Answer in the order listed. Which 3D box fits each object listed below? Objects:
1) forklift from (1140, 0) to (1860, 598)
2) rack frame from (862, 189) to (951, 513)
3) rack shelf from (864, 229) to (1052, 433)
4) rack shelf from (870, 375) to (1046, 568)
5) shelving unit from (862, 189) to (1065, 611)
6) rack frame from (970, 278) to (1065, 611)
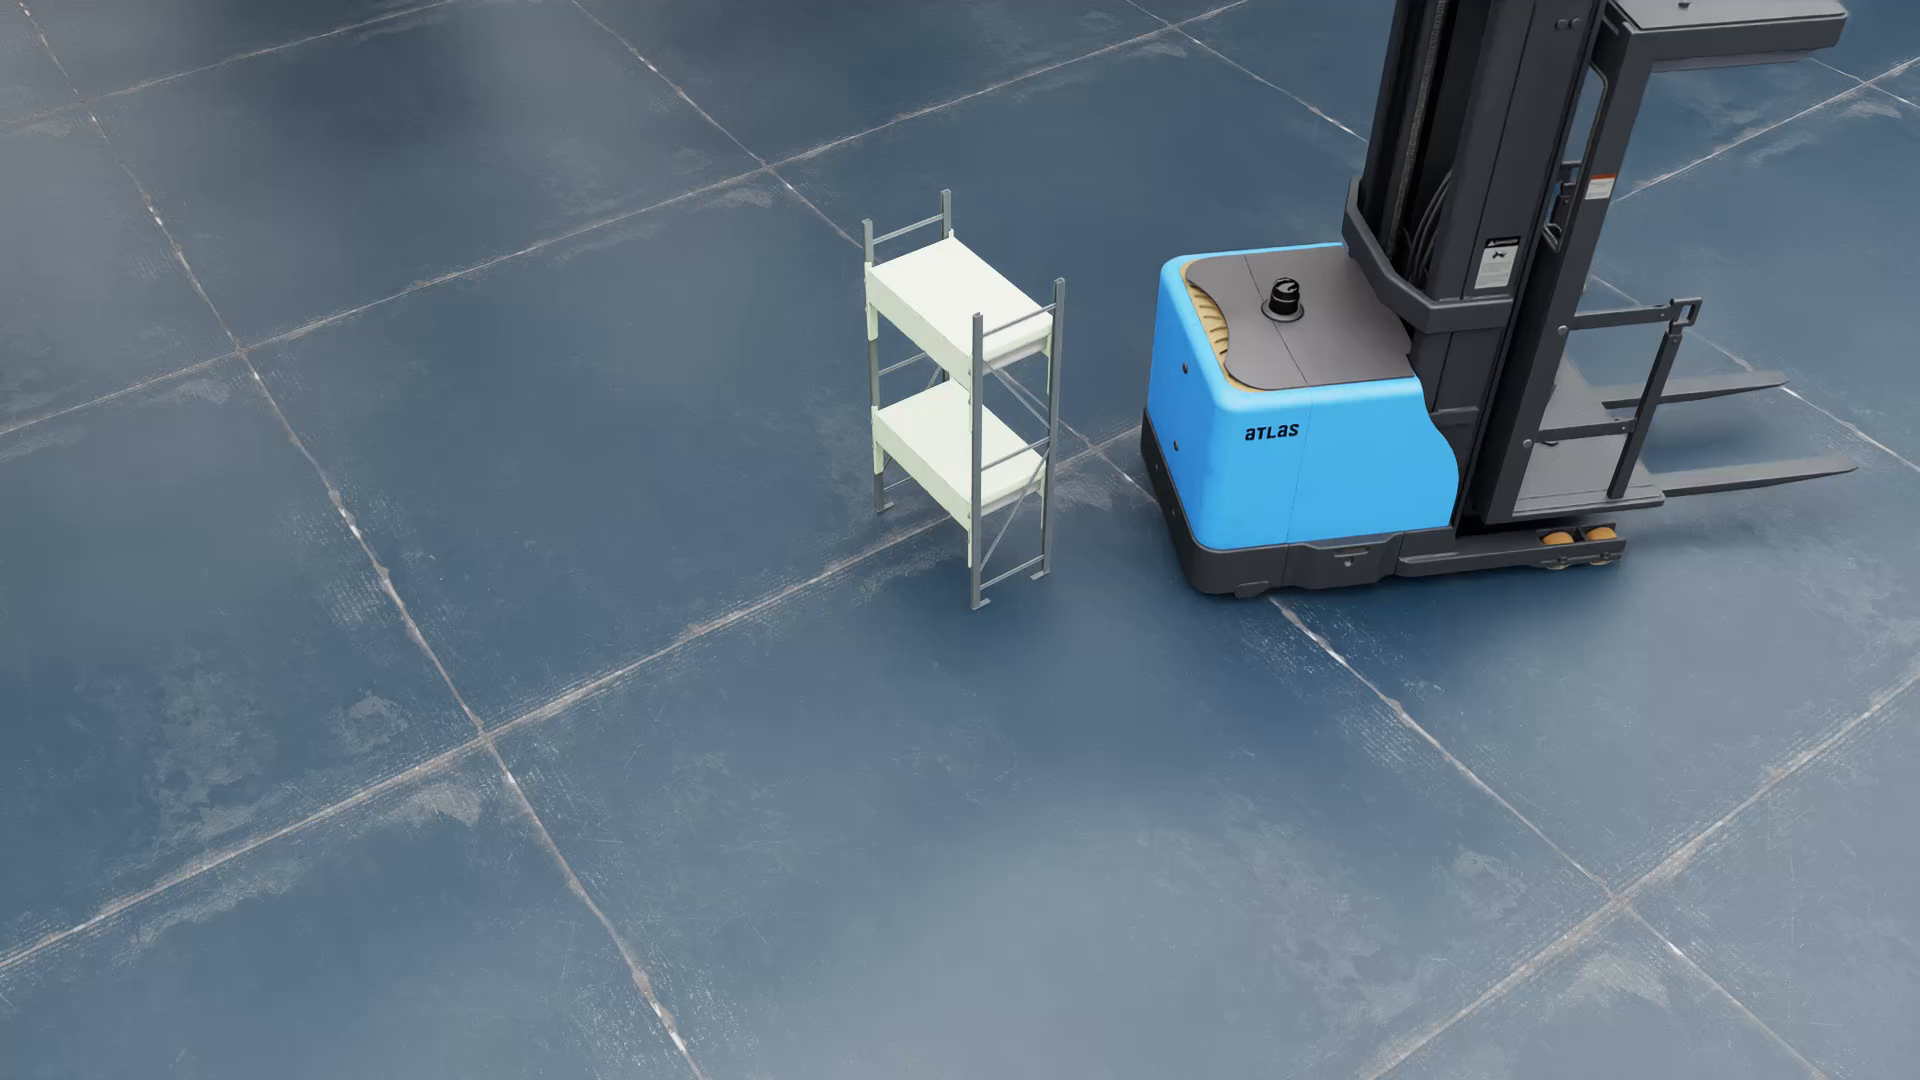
[{"bbox_3d":[2.383,-1.289,6.469,3.031,2.935,1.130,-6,44,-6],"label":"forklift"},{"bbox_3d":[-0.206,-0.746,6.936,0.400,1.500,0.023,-26,49,-24],"label":"rack frame"},{"bbox_3d":[0.004,-0.821,6.450,0.431,0.370,0.720,-26,49,-24],"label":"rack shelf"},{"bbox_3d":[0.004,-0.303,6.944,0.431,0.370,0.720,-26,49,-24],"label":"rack shelf"},{"bbox_3d":[0.004,-0.539,6.719,0.431,1.500,0.755,-26,49,-24],"label":"shelving unit"},{"bbox_3d":[0.213,-0.331,6.502,0.400,1.500,0.023,-26,49,-24],"label":"rack frame"}]
